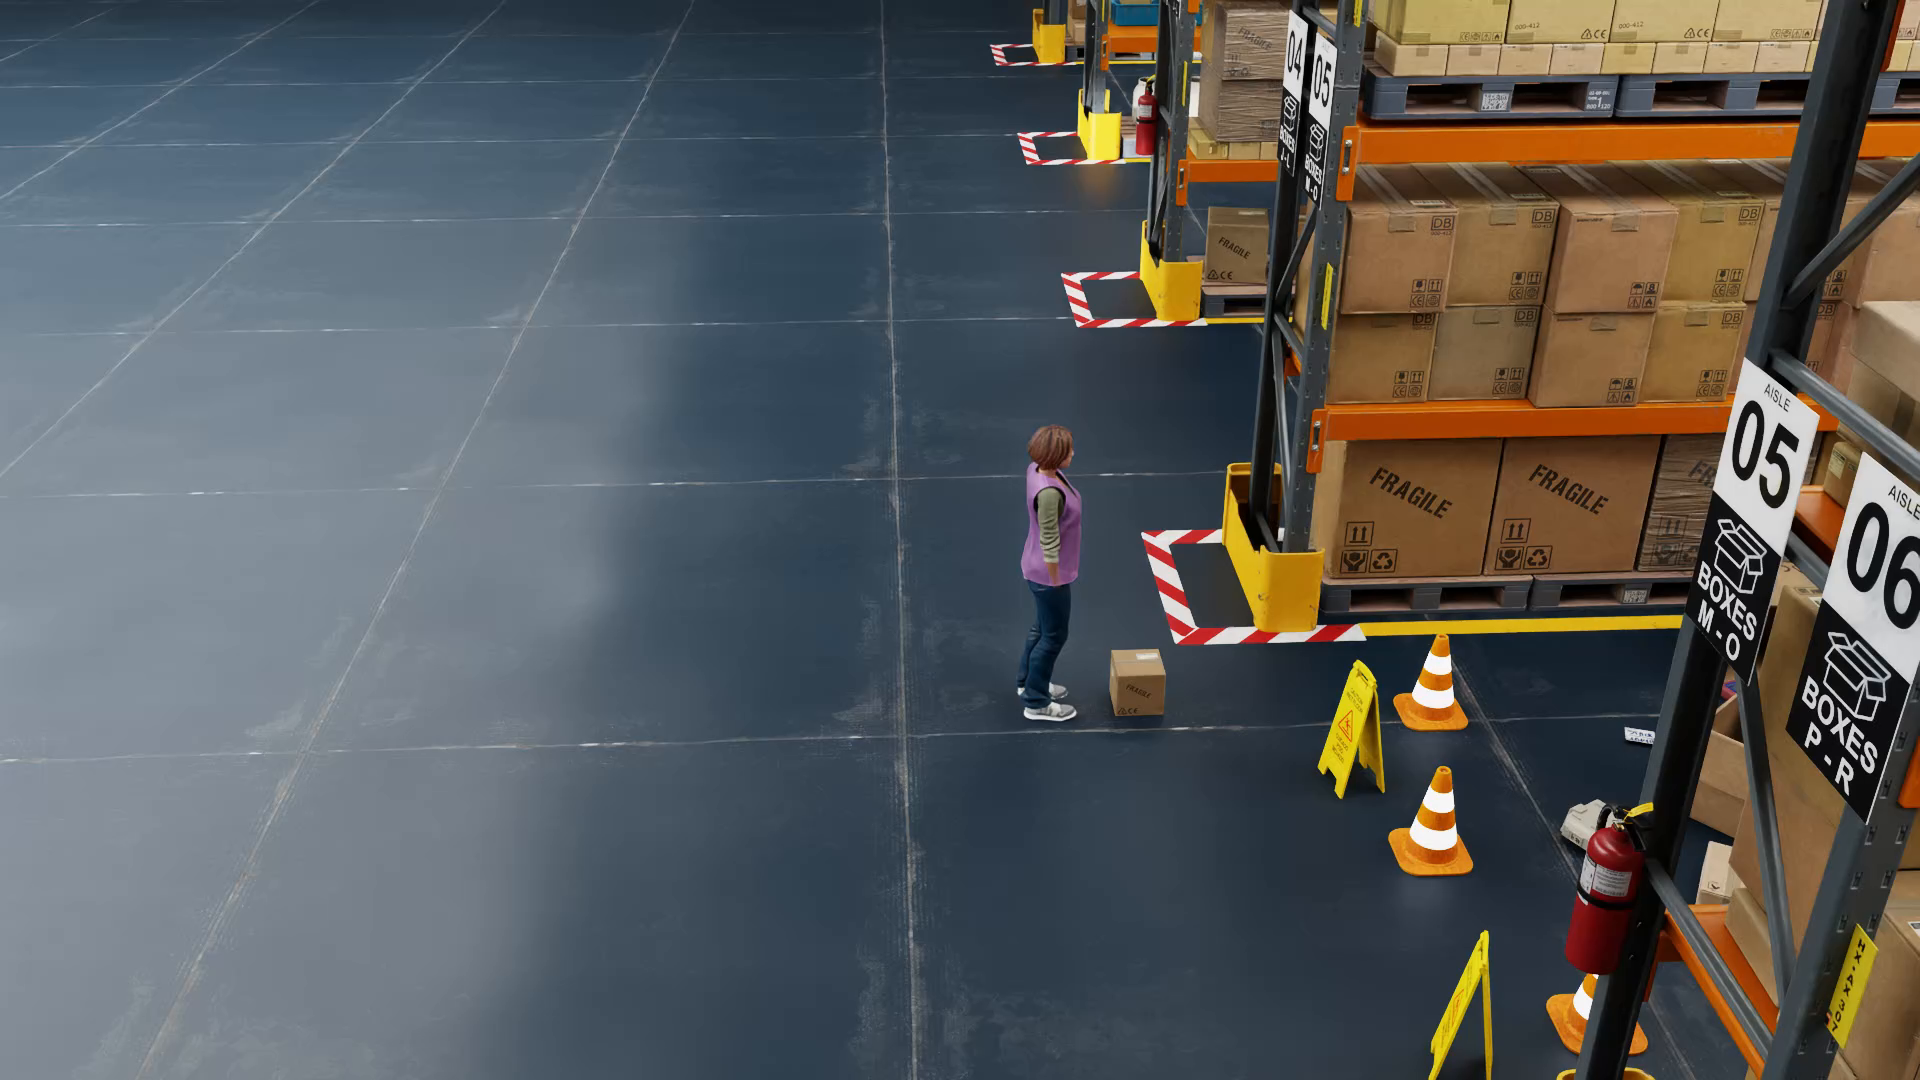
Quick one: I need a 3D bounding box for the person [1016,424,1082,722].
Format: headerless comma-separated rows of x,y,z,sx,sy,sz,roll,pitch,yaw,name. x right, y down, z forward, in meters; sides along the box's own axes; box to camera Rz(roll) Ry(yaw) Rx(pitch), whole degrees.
0.449,0.163,8.346,0.311,1.611,0.406,-1,28,-1,person
